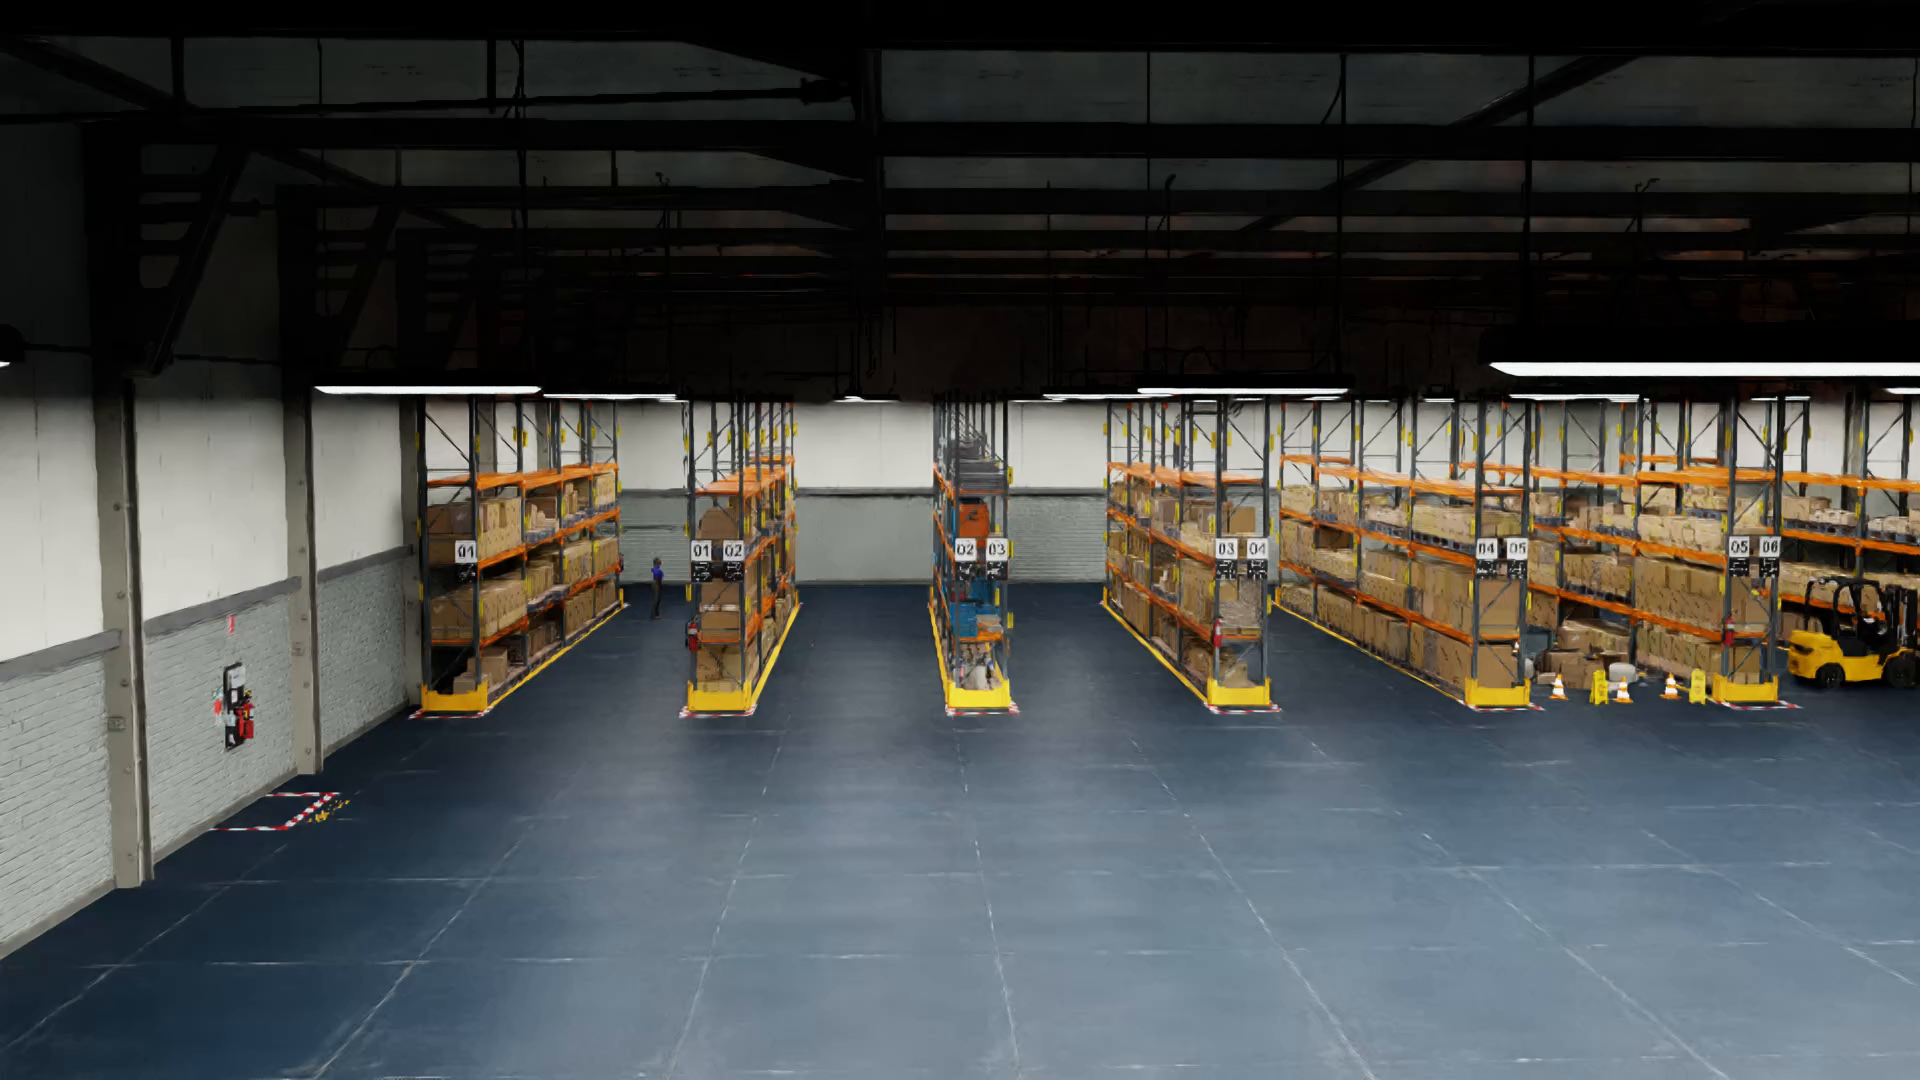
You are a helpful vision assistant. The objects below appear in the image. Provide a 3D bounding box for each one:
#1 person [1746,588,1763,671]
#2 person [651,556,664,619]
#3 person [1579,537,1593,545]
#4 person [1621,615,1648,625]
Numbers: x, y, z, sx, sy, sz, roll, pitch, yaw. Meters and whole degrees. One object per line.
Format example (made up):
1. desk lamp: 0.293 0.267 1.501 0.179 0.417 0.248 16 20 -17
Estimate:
1. person: 16.975 1.915 35.707 0.565 1.765 0.672 3 5 28
2. person: -8.076 1.264 44.345 0.373 1.657 0.584 -1 5 -15
3. person: 19.620 0.605 52.270 0.598 1.735 0.977 2 5 19
4. person: 17.556 1.346 43.231 0.642 1.668 0.692 2 5 20
